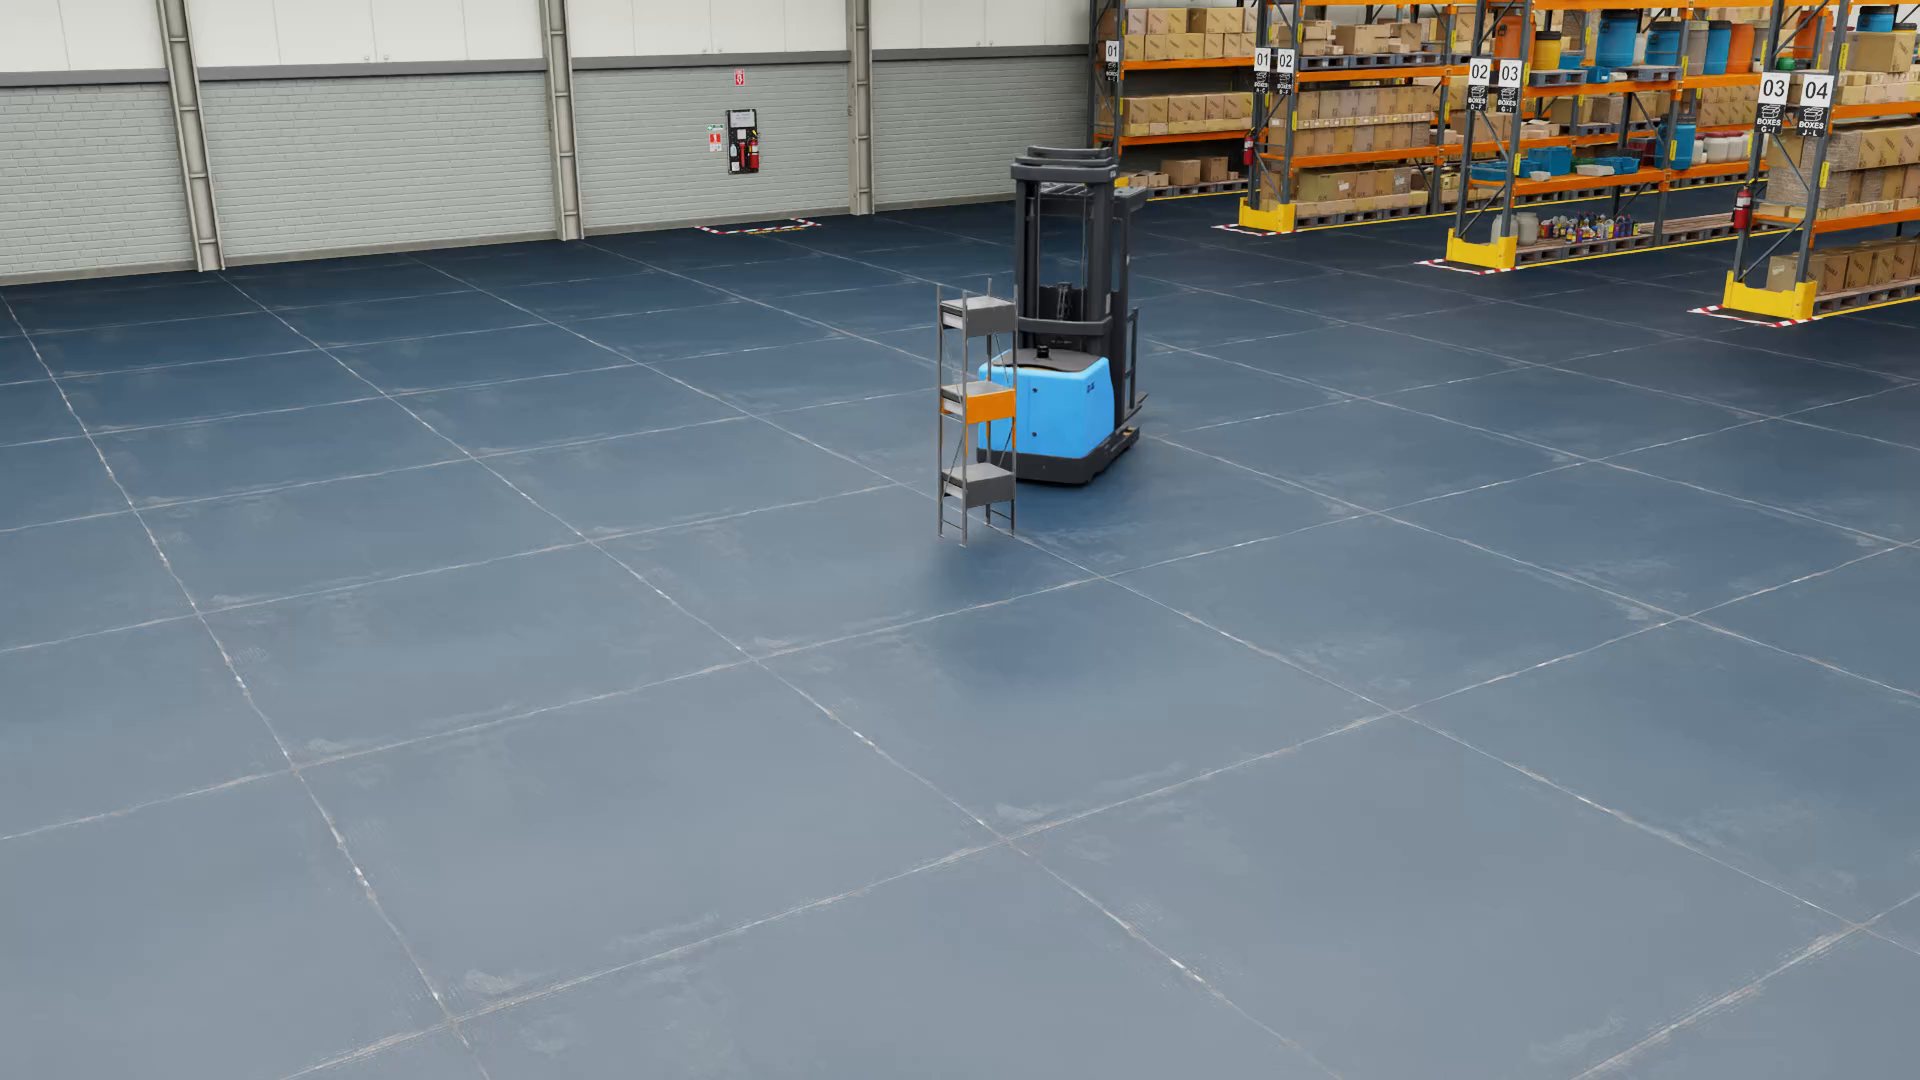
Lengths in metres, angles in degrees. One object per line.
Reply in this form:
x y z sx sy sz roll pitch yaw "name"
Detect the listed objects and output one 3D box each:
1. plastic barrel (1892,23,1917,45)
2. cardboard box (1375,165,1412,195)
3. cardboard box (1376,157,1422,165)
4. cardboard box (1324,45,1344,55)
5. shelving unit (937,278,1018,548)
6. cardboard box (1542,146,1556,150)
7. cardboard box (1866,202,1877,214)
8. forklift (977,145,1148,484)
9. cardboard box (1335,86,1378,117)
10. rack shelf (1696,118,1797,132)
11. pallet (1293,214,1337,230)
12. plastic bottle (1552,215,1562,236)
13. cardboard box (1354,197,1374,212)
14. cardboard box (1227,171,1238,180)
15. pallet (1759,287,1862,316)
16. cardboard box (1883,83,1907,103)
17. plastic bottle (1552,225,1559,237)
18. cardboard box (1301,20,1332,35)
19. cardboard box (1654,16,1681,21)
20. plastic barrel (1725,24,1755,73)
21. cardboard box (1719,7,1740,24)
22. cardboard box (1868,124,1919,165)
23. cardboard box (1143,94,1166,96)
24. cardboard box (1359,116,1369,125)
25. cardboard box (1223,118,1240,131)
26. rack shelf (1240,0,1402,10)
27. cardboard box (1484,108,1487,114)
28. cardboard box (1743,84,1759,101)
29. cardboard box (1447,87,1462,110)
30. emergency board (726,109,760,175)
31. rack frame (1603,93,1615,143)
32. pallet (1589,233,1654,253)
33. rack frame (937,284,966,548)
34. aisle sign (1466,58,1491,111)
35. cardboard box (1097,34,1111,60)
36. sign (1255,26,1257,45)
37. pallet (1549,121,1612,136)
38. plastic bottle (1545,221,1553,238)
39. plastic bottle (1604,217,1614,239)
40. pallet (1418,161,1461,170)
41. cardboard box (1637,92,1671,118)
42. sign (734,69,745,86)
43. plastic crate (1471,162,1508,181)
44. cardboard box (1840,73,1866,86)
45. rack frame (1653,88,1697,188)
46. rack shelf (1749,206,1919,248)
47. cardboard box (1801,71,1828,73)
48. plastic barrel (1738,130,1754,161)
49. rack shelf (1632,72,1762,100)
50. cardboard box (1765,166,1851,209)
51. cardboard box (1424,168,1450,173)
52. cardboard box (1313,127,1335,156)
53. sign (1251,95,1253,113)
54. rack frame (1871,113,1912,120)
17.795 -9.509 31.556 0.600 0.588 0.600 0 19 0 "plastic barrel"
8.352 -6.958 32.110 0.500 0.500 0.500 -12 22 -31 "cardboard box"
10.342 -9.236 39.081 0.750 0.750 0.750 -12 22 -32 "cardboard box"
6.782 -8.954 30.382 0.250 0.149 0.380 -12 22 -31 "cardboard box"
0.138 -1.024 13.495 0.503 2.100 0.431 -12 22 -31 "shelving unit"
14.529 -9.962 41.775 0.500 0.500 0.700 -11 22 -30 "cardboard box"
12.557 -4.666 23.256 0.250 0.149 0.380 -12 22 -31 "cardboard box"
1.149 -2.330 16.060 1.130 2.935 3.031 7 20 20 "forklift"
7.418 -8.249 31.278 0.500 0.500 0.700 -12 22 -31 "cardboard box"
17.394 -9.352 37.848 4.000 0.370 1.077 -12 22 -31 "rack shelf"
6.318 -6.052 31.317 1.213 0.211 1.003 -12 22 -31 "pallet"
10.193 -5.388 28.447 0.185 0.351 0.144 -11 22 -29 "plastic bottle"
7.526 -6.422 31.695 0.500 0.250 0.500 -12 22 -31 "cardboard box"
5.885 -8.020 36.521 0.250 0.166 0.380 -16 24 -38 "cardboard box"
11.909 -3.403 23.481 1.213 0.211 1.003 -12 22 -31 "pallet"
12.535 -6.121 22.718 0.500 0.250 0.500 -12 22 -32 "cardboard box"
10.141 -5.257 28.292 0.097 0.201 0.097 0 19 0 "plastic bottle"
7.846 -11.216 36.741 0.500 0.500 0.500 -13 23 -33 "cardboard box"
15.263 -10.987 35.907 0.600 0.600 0.600 -14 23 -36 "cardboard box"
13.753 -8.733 29.540 0.708 0.830 0.600 -12 22 -31 "plastic barrel"
16.605 -11.429 36.466 0.500 0.500 0.700 -12 22 -31 "cardboard box"
13.009 -5.527 23.228 0.500 0.500 0.500 -12 22 -31 "cardboard box"
4.106 -9.163 35.198 0.500 0.500 0.500 -13 22 -33 "cardboard box"
7.432 -7.864 31.153 0.250 0.149 0.380 -12 22 -31 "cardboard box"
5.666 -8.944 35.721 0.500 0.250 0.500 -12 22 -31 "cardboard box"
7.986 -11.920 36.701 4.000 0.370 1.077 -12 22 -31 "rack shelf"
12.431 -10.336 39.996 0.250 0.149 0.380 -11 22 -30 "cardboard box"
17.563 -10.142 37.344 0.500 0.500 0.500 -11 22 -30 "cardboard box"
11.490 -10.446 39.309 0.500 0.500 0.500 -11 22 -30 "cardboard box"
-4.013 -7.424 31.022 0.643 1.169 0.194 -12 22 -31 "emergency board"
16.337 -11.370 42.692 0.127 3.000 1.000 -12 22 -31 "rack frame"
11.180 -5.178 28.732 1.213 0.211 1.003 -12 22 -31 "pallet"
-0.066 -0.981 13.368 0.015 2.100 0.400 -12 22 -31 "rack frame"
8.200 -7.200 26.299 0.004 0.787 0.394 -12 22 -31 "aisle sign"
3.184 -10.171 34.274 0.500 0.500 0.500 -10 21 -28 "cardboard box"
5.415 -9.178 30.266 0.005 0.325 0.100 -12 22 -31 "sign"
12.911 -8.684 35.046 1.003 0.211 1.213 -12 22 -31 "pallet"
10.000 -5.273 28.212 0.133 0.283 0.061 -12 22 -31 "plastic bottle"
10.954 -5.278 28.124 0.185 0.351 0.144 -12 22 -32 "plastic bottle"
11.374 -8.972 39.954 1.213 0.211 1.003 -12 22 -31 "pallet"
15.205 -9.564 36.538 0.700 0.500 0.500 14 23 35 "cardboard box"
-4.074 -8.548 30.725 0.199 0.298 0.001 -12 22 -31 "sign"
8.677 -5.999 27.039 0.616 0.251 0.499 -12 22 -31 "plastic crate"
11.774 -6.122 22.098 0.250 0.149 0.380 -11 22 -30 "cardboard box"
15.724 -9.341 36.691 0.127 3.000 1.000 -12 22 -31 "rack frame"
12.818 -4.588 23.756 4.000 0.370 1.077 -12 22 -31 "rack shelf"
11.489 -6.262 22.513 0.250 0.149 0.380 -13 22 -33 "cardboard box"
14.011 -7.051 29.744 0.421 0.512 0.421 0 19 0 "plastic barrel"
13.434 -8.039 29.279 4.000 0.370 1.077 -12 22 -31 "rack shelf"
11.622 -4.855 22.800 0.500 0.500 0.875 -12 22 -31 "cardboard box"
9.654 -7.335 33.520 0.500 0.311 0.500 -11 22 -30 "cardboard box"
6.535 -7.447 30.933 0.500 0.500 0.700 -11 22 -30 "cardboard box"
5.415 -8.035 30.652 0.005 0.325 0.100 -12 22 -31 "sign"
18.445 -8.015 32.770 0.127 3.000 1.000 -12 22 -31 "rack frame"
